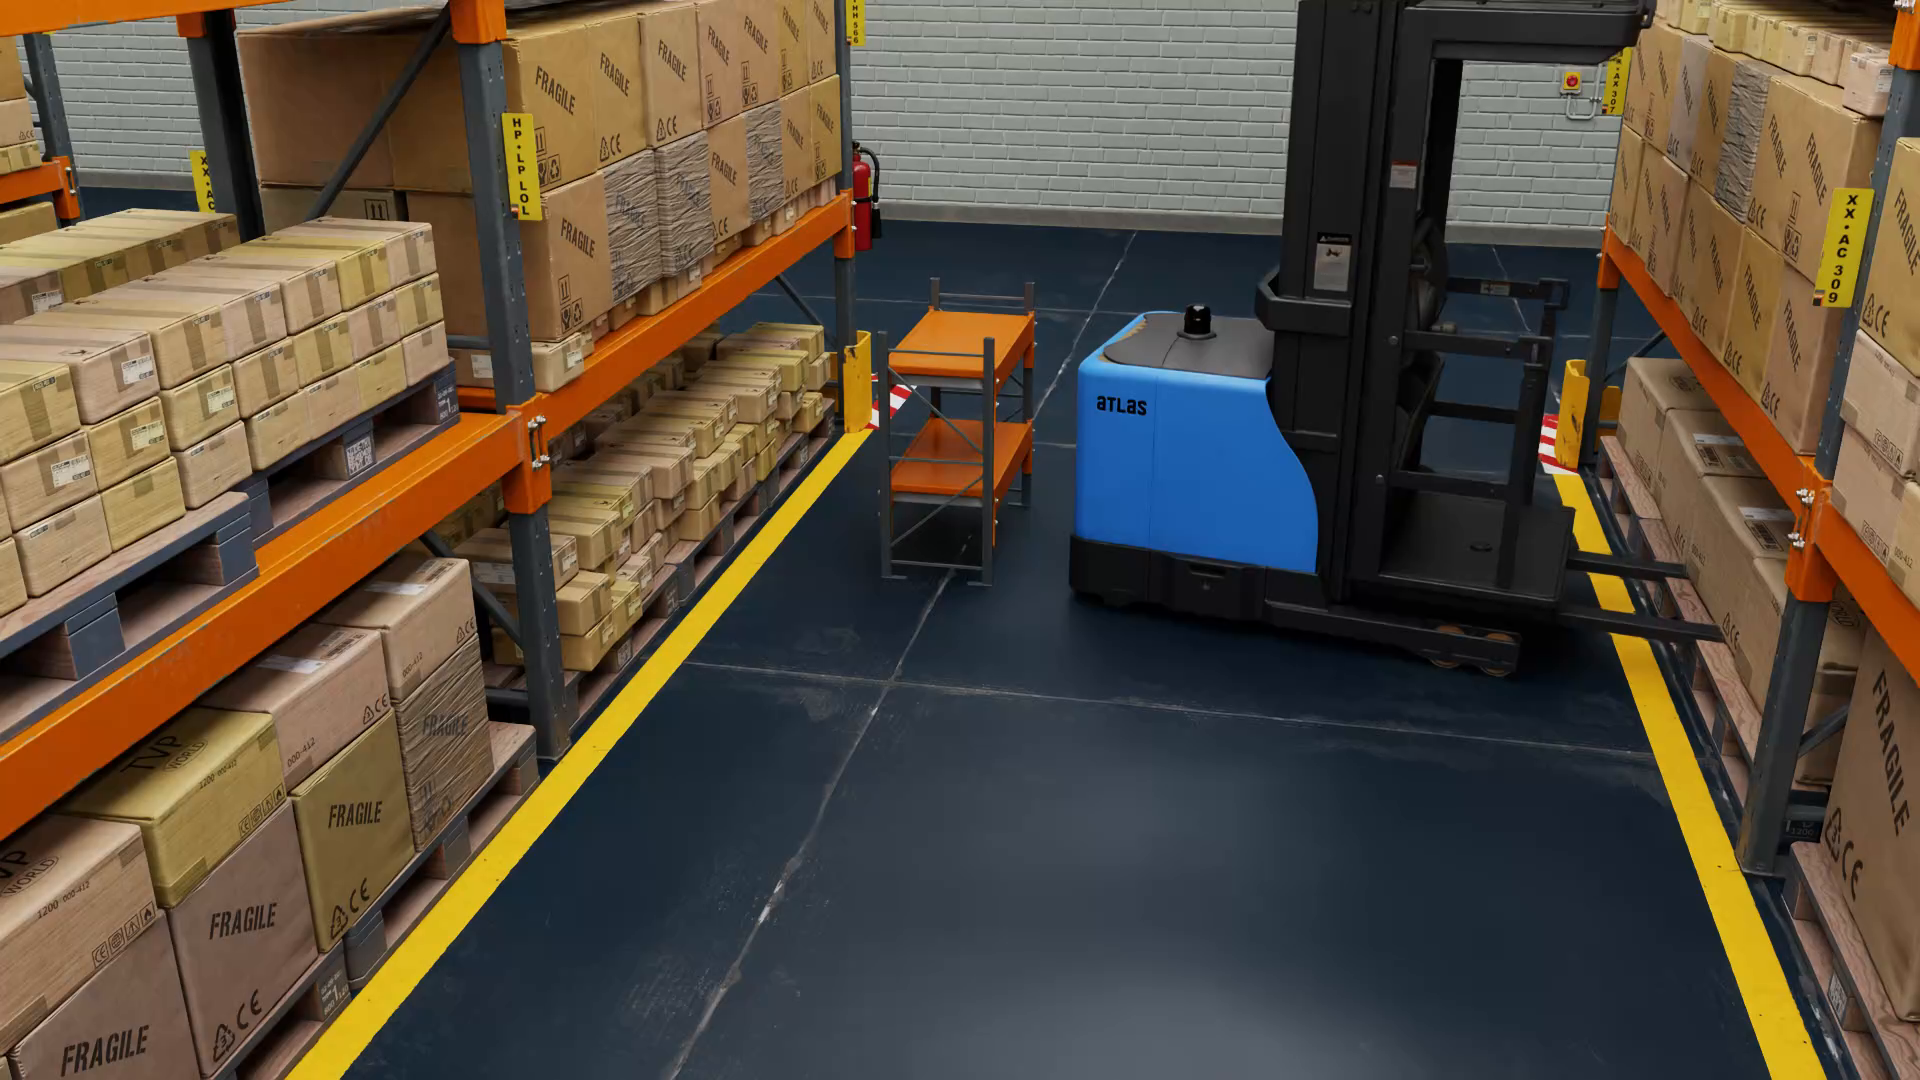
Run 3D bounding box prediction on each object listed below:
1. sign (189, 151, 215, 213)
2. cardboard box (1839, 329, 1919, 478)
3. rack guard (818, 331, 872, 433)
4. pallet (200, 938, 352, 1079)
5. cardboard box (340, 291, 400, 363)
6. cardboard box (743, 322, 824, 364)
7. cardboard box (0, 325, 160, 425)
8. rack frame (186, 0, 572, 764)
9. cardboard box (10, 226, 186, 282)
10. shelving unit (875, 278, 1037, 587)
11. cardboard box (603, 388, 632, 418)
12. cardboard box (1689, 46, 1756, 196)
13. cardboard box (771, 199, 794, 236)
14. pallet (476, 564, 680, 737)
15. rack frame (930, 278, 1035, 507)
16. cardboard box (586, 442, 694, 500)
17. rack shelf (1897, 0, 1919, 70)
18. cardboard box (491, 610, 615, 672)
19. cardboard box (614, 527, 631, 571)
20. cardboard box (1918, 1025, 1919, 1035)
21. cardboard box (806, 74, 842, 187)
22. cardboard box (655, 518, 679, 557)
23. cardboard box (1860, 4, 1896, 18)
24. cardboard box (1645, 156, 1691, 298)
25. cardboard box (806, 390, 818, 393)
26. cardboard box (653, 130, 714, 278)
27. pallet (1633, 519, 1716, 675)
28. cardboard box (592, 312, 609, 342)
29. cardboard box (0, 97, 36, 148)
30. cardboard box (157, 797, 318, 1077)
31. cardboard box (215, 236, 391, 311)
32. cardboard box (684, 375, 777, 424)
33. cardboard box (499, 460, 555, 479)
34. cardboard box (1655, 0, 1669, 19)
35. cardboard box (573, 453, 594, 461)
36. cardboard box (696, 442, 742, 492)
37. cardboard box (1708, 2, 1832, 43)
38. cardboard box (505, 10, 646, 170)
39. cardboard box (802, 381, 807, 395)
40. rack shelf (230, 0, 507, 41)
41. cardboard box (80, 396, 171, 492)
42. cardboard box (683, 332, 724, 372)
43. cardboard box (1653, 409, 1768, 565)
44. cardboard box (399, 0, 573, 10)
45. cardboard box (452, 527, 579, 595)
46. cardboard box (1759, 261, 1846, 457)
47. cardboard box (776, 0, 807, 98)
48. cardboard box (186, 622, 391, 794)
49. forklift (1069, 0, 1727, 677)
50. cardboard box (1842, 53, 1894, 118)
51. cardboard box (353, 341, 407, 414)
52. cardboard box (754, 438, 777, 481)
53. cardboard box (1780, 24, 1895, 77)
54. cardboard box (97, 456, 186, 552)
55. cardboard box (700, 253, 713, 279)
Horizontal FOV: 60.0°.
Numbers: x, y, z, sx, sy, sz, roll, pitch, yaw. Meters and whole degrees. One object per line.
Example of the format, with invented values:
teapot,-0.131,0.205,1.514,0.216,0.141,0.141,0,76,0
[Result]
sign,-2.435,-1.100,5.411,0.100,0.325,0.005,4,22,11
cardboard box,2.598,-0.343,4.221,0.500,0.250,0.500,4,22,9
rack guard,-1.102,-0.936,9.508,1.175,0.500,0.348,4,22,11
pallet,-2.307,1.366,4.180,1.003,0.211,1.213,4,22,11
cardboard box,-1.843,-0.619,4.752,0.380,0.149,0.250,5,22,11
cardboard box,-0.946,-1.058,8.924,0.380,0.149,0.250,5,22,12
cardboard box,-2.060,-0.376,3.750,0.380,0.149,0.250,3,22,9
rack frame,-1.903,-0.660,5.477,1.000,3.000,0.127,4,22,11
cardboard box,-2.484,-0.803,4.810,0.380,0.149,0.250,5,22,12
shelving unit,0.001,-0.524,7.650,0.538,1.125,1.048,4,22,11
cardboard box,-1.775,-0.623,7.842,0.380,0.149,0.250,5,22,12
cardboard box,3.106,-1.578,6.284,0.500,0.500,0.500,5,22,11
cardboard box,-1.029,-1.590,8.122,0.380,0.149,0.250,5,22,12
pallet,-1.800,0.385,6.615,1.003,0.211,1.213,4,22,11
rack frame,0.105,-0.710,8.111,0.500,1.125,0.032,4,22,11
cardboard box,-1.349,-0.295,7.029,0.380,0.149,0.250,5,22,12
rack shelf,2.556,-0.646,2.390,1.077,0.370,4.000,4,22,11
cardboard box,-1.514,0.359,6.201,0.380,0.149,0.250,3,22,9
cardboard box,-1.537,0.030,6.619,0.380,0.149,0.250,4,22,11
cardboard box,2.739,1.035,3.551,0.875,0.875,0.875,5,22,12
cardboard box,-0.926,-2.123,8.579,0.500,0.500,0.500,5,22,12
cardboard box,-1.436,-0.031,7.169,0.380,0.149,0.250,4,22,9
cardboard box,3.696,-1.976,6.405,0.380,0.149,0.250,5,22,12
cardboard box,3.204,-1.303,6.941,0.500,0.500,0.500,4,22,11
cardboard box,-0.990,-0.787,9.046,0.380,0.149,0.250,5,22,12
cardboard box,-1.323,-1.369,6.706,0.500,0.500,0.500,4,22,10
pallet,3.442,0.254,6.940,1.003,0.211,1.213,4,22,11
cardboard box,-1.542,-0.824,6.220,0.380,0.149,0.250,3,22,9
cardboard box,-5.761,-2.409,9.622,0.500,0.250,0.500,4,22,10
cardboard box,-2.021,0.969,4.215,0.500,0.500,0.500,4,22,10
cardboard box,-1.848,-0.754,4.689,0.380,0.149,0.250,4,22,9
cardboard box,-1.098,-0.674,7.970,0.380,0.149,0.250,5,23,13
cardboard box,-1.899,-0.235,6.880,0.380,0.149,0.250,5,23,13
cardboard box,3.437,-2.485,7.668,0.380,0.149,0.250,5,22,12
cardboard box,-1.815,-0.284,7.401,0.380,0.149,0.250,3,22,8
cardboard box,-1.212,-0.343,7.545,0.380,0.149,0.250,5,22,11
cardboard box,3.157,-2.012,6.493,0.380,0.149,0.250,5,22,11
cardboard box,-1.481,-1.645,6.053,0.500,0.500,0.500,4,22,9
cardboard box,-1.021,-0.827,8.748,0.380,0.149,0.250,4,22,10
rack shelf,-1.495,-2.449,6.867,1.077,0.370,4.000,4,22,11
cardboard box,-2.056,-0.233,3.794,0.380,0.149,0.250,5,22,11
cardboard box,-1.464,-0.996,8.768,0.380,0.149,0.250,5,22,12
cardboard box,3.565,-0.205,7.214,0.875,0.438,0.875,5,22,12
cardboard box,-1.853,-1.876,6.627,0.500,0.500,0.500,5,22,12
cardboard box,-1.630,0.081,6.094,0.380,0.149,0.250,5,23,13
cardboard box,2.808,-0.555,5.083,0.500,0.500,0.500,5,22,11
cardboard box,-1.040,-2.399,7.926,0.500,0.500,0.500,4,22,9
cardboard box,-1.925,0.435,4.537,0.500,0.250,0.500,6,23,13
forklift,2.039,-1.049,6.535,3.031,2.935,1.130,9,24,20
cardboard box,2.715,-1.268,4.645,0.380,0.149,0.250,4,22,10
cardboard box,-1.842,-0.483,4.812,0.380,0.149,0.250,5,22,11
cardboard box,-1.110,-0.406,8.100,0.380,0.149,0.250,3,22,9
cardboard box,2.986,-1.634,5.556,0.380,0.149,0.250,4,22,11
cardboard box,-2.053,-0.101,3.864,0.380,0.149,0.250,5,23,13
cardboard box,-1.294,-1.209,7.177,0.380,0.149,0.250,5,23,13
